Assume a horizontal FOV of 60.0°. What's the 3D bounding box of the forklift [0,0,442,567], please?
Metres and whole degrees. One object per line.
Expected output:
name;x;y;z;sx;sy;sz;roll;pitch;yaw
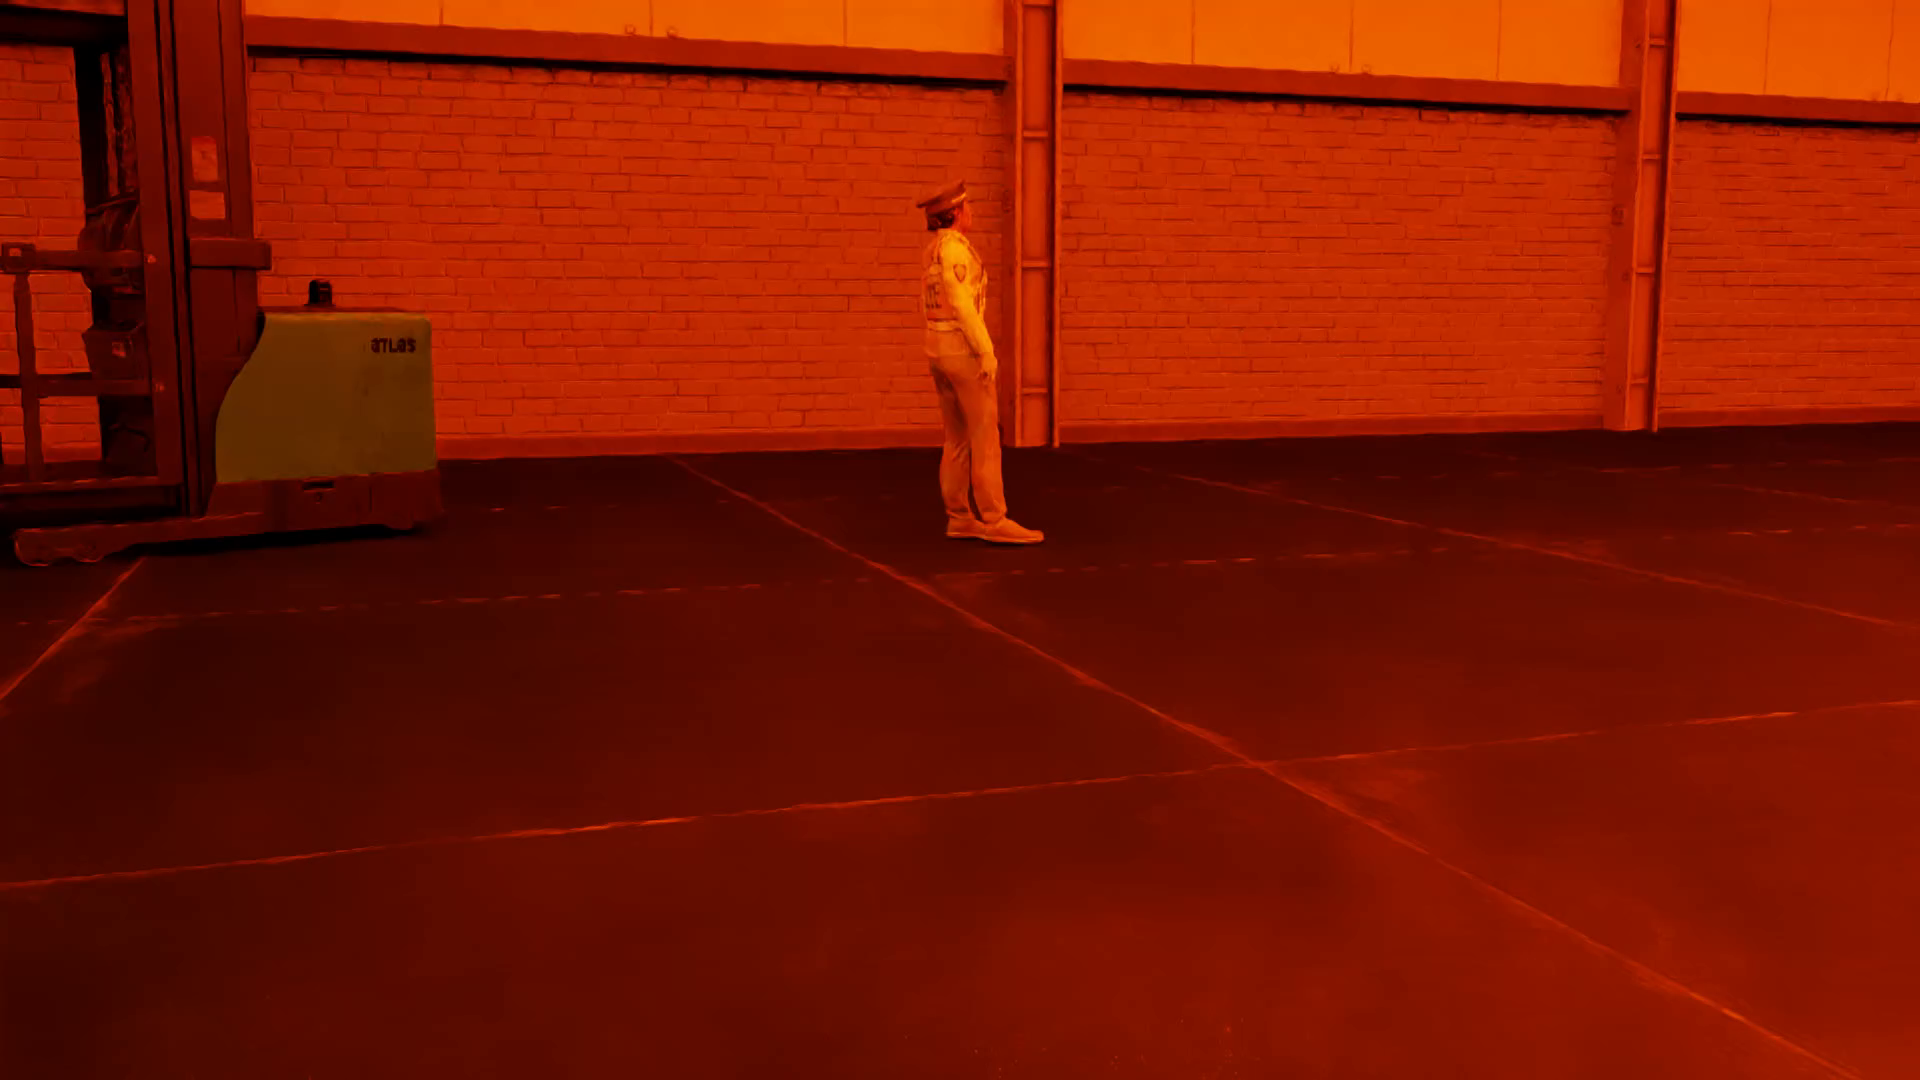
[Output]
forklift;-4.023;-1.416;7.457;3.031;2.935;1.130;-6;10;-38

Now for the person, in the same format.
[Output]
person;0.066;-0.849;7.823;0.532;1.695;0.586;-3;8;-18
